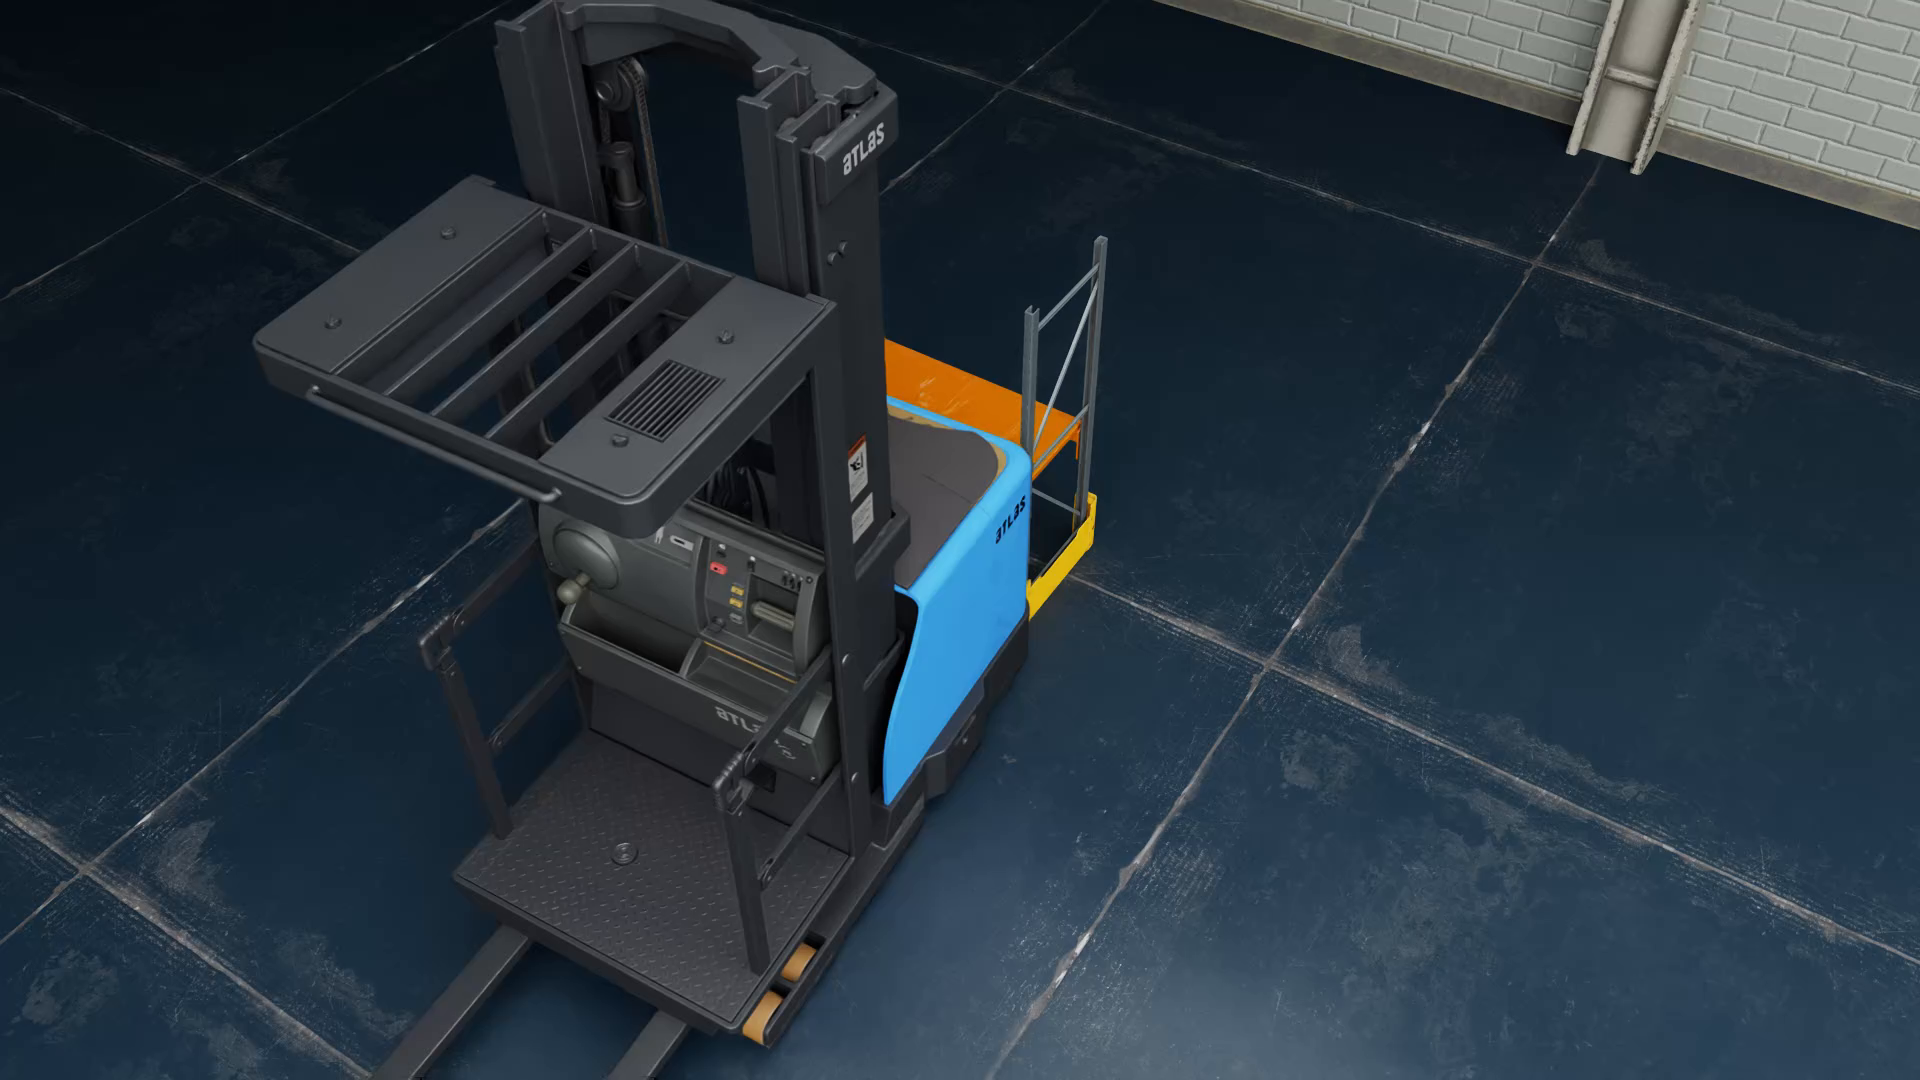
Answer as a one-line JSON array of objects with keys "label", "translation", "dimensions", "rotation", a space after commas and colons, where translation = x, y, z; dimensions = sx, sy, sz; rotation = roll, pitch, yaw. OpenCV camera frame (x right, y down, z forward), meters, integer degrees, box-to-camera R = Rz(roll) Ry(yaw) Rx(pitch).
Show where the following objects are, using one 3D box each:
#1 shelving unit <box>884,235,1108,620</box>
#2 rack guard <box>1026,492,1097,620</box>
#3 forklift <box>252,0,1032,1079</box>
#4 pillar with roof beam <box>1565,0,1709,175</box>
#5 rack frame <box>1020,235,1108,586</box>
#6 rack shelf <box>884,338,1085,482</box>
[{"label": "shelving unit", "translation": [-0.064, -0.552, 6.241], "dimensions": [1.083, 1.500, 0.587], "rotation": [25, 51, 22]}, {"label": "rack guard", "translation": [0.355, 0.076, 6.502], "dimensions": [0.087, 0.250, 0.587], "rotation": [25, 51, 22]}, {"label": "forklift", "translation": [-0.902, 0.175, 4.536], "dimensions": [1.130, 2.935, 3.031], "rotation": [22, 50, 20]}, {"label": "pillar with roof beam", "translation": [1.101, -2.588, 2.990], "dimensions": [0.400, 9.000, 9.100], "rotation": [25, 51, 22]}, {"label": "rack frame", "translation": [0.356, -0.359, 6.053], "dimensions": [0.032, 1.500, 0.500], "rotation": [25, 51, 22]}, {"label": "rack shelf", "translation": [-0.072, -0.430, 6.373], "dimensions": [1.000, 0.185, 0.538], "rotation": [25, 51, 22]}]
